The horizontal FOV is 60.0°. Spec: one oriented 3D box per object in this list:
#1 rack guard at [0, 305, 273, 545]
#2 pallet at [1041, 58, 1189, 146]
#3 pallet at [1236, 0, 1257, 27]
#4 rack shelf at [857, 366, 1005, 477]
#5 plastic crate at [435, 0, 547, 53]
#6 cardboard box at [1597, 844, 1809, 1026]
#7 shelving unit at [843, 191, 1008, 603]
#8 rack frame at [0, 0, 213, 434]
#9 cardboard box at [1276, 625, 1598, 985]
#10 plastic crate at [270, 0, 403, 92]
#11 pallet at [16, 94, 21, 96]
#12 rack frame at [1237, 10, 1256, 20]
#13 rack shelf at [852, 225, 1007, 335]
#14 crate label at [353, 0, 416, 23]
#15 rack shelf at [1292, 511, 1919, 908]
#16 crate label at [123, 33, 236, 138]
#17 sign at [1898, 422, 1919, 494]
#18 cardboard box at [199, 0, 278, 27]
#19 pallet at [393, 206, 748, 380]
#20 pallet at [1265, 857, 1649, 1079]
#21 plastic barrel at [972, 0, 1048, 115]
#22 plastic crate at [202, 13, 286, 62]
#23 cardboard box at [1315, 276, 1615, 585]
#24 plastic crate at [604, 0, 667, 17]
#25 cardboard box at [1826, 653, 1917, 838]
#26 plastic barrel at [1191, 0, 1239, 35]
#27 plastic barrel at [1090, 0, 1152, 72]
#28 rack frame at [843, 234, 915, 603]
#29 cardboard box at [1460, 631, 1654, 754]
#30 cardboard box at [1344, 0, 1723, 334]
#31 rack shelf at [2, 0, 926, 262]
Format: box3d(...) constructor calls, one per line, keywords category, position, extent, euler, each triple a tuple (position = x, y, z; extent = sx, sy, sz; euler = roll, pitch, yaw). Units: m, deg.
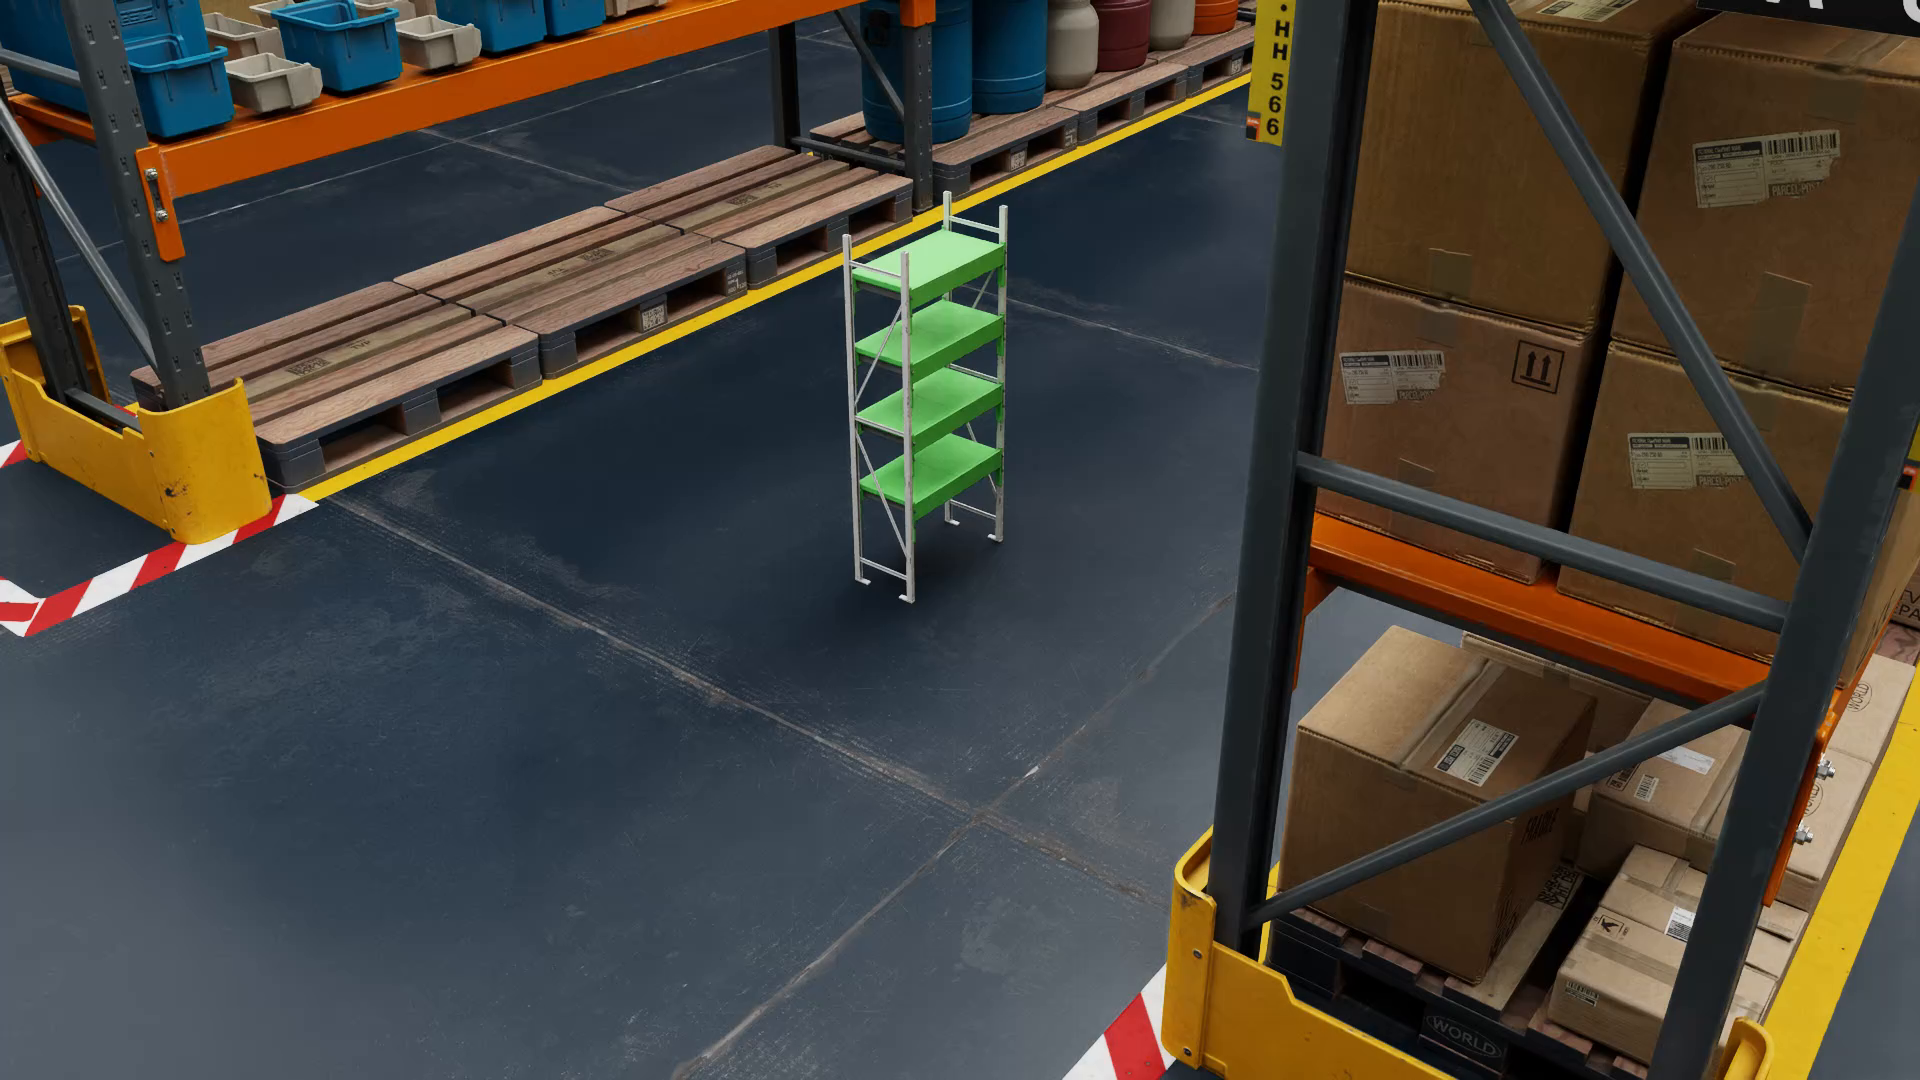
box3d(category="rack guard", position=(-2.993, -0.434, 5.991), extent=(1.175, 0.500, 0.348), euler=(21, 37, 31))
box3d(category="pallet", position=(0.661, -2.748, 10.180), extent=(1.003, 0.211, 1.213), euler=(21, 37, 31))
box3d(category="pallet", position=(2.339, -3.878, 12.086), extent=(1.003, 0.211, 1.213), euler=(21, 37, 31))
box3d(category="rack shelf", position=(-0.100, -0.394, 5.363), extent=(0.258, 0.148, 0.480), euler=(21, 37, 31))
box3d(category="plastic crate", position=(-1.783, -2.011, 6.306), extent=(0.416, 0.233, 0.300), euler=(21, 37, 31))
box3d(category="cardboard box", position=(1.636, 0.867, 3.693), extent=(0.380, 0.166, 0.250), euler=(21, 37, 31))
box3d(category="shelving unit", position=(-0.100, -0.449, 5.331), extent=(0.258, 1.200, 0.503), euler=(21, 37, 31))
box3d(category="rack frame", position=(-2.989, -1.523, 5.377), extent=(1.000, 3.000, 0.127), euler=(21, 37, 31))
box3d(category="cardboard box", position=(1.090, 0.592, 3.828), extent=(0.500, 0.500, 0.500), euler=(21, 37, 31))
box3d(category="plastic crate", position=(-2.180, -1.743, 5.855), extent=(0.416, 0.233, 0.300), euler=(21, 37, 31))
box3d(category="pallet", position=(-5.780, -2.690, 10.082), extent=(1.003, 0.211, 1.213), euler=(21, 37, 31))
box3d(category="rack frame", position=(1.840, -4.774, 10.864), extent=(1.000, 3.000, 0.127), euler=(21, 37, 31))
box3d(category="rack shelf", position=(-0.100, -0.807, 5.118), extent=(0.258, 0.148, 0.480), euler=(21, 37, 31))
box3d(category="crate label", position=(-2.306, -2.056, 6.477), extent=(0.396, 0.136, 0.243), euler=(21, 37, 31))
box3d(category="rack shelf", position=(2.165, -0.500, 4.358), extent=(1.077, 0.370, 4.000), euler=(21, 37, 31))
box3d(category="crate label", position=(-2.577, -1.476, 5.403), extent=(0.416, 0.233, 0.303), euler=(21, 37, 31))
box3d(category="sign", position=(1.391, -0.202, 2.300), extent=(0.100, 0.325, 0.005), euler=(21, 37, 31))
box3d(category="cardboard box", position=(-4.985, -3.696, 10.716), extent=(0.875, 0.875, 0.875), euler=(21, 37, 31))
box3d(category="pallet", position=(-1.723, -1.140, 7.467), extent=(1.003, 0.211, 1.213), euler=(21, 37, 31))
box3d(category="pallet", position=(1.484, 0.848, 4.113), extent=(1.003, 0.211, 1.213), euler=(21, 37, 31))
box3d(category="plastic barrel", position=(0.195, -2.930, 9.399), extent=(0.600, 0.901, 0.708), euler=(21, 37, 31))
box3d(category="plastic crate", position=(-2.641, -1.822, 6.082), extent=(0.396, 0.136, 0.243), euler=(21, 37, 31))
box3d(category="cardboard box", position=(1.011, -0.306, 3.225), extent=(0.500, 0.500, 0.500), euler=(22, 37, 33))
box3d(category="plastic crate", position=(-1.386, -2.261, 6.822), extent=(0.293, 0.136, 0.466), euler=(21, 37, 31))
box3d(category="cardboard box", position=(2.116, 0.457, 4.303), extent=(0.500, 0.250, 0.500), euler=(21, 37, 31))
box3d(category="plastic barrel", position=(1.559, -3.817, 10.966), extent=(0.600, 0.830, 0.708), euler=(21, 37, 31))
box3d(category="plastic barrel", position=(0.877, -3.255, 10.253), extent=(0.600, 0.588, 0.708), euler=(21, 37, 31))
box3d(category="rack frame", position=(-0.247, -0.350, 5.163), extent=(0.240, 1.200, 0.015), euler=(21, 37, 31))
box3d(category="cardboard box", position=(1.687, 0.323, 4.528), extent=(0.500, 0.250, 0.500), euler=(21, 37, 31))
box3d(category="cardboard box", position=(1.007, -0.735, 2.970), extent=(0.500, 0.500, 0.500), euler=(21, 36, 31))
box3d(category="rack shelf", position=(-1.782, -2.026, 6.932), extent=(1.077, 0.370, 4.000), euler=(21, 37, 31))
